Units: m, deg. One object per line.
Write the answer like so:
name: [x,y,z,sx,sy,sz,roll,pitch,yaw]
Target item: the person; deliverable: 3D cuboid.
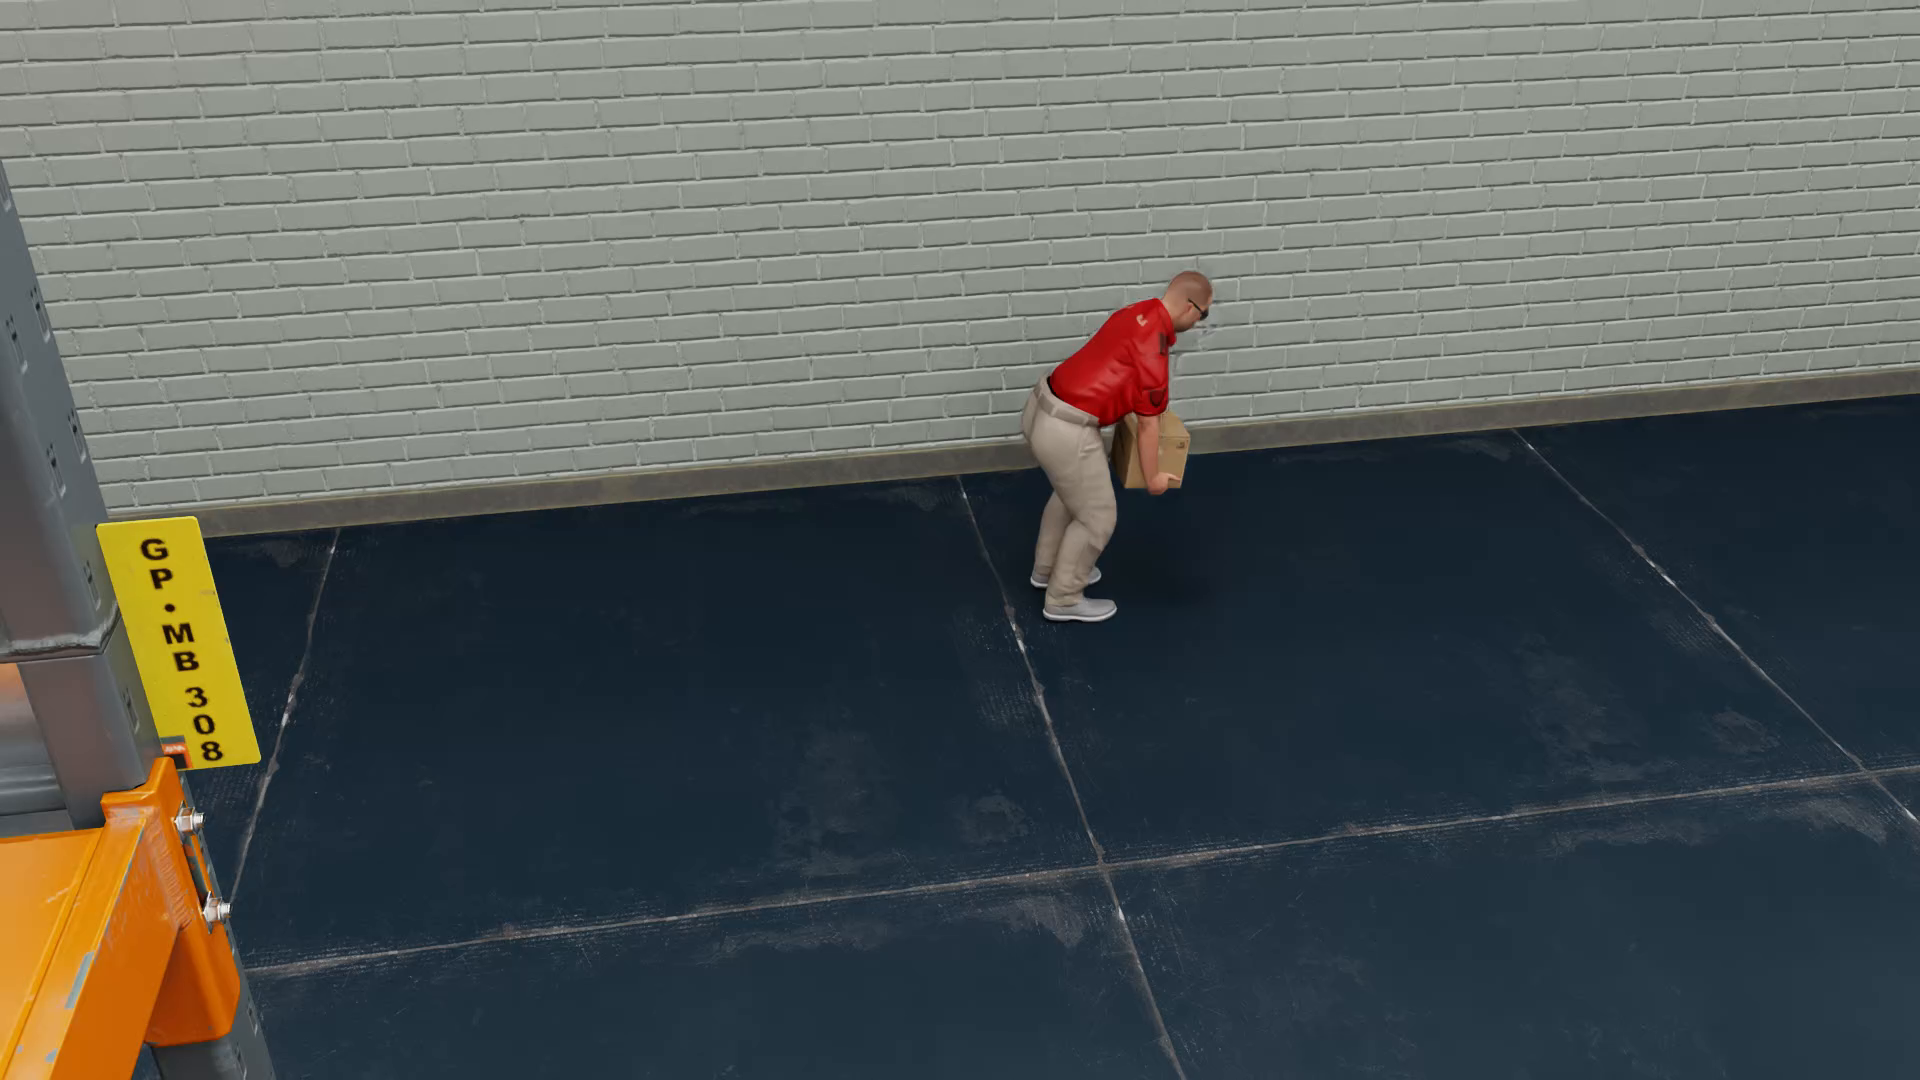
person: [0.653,-0.402,7.054,0.780,1.509,0.475,-6,31,-10]
